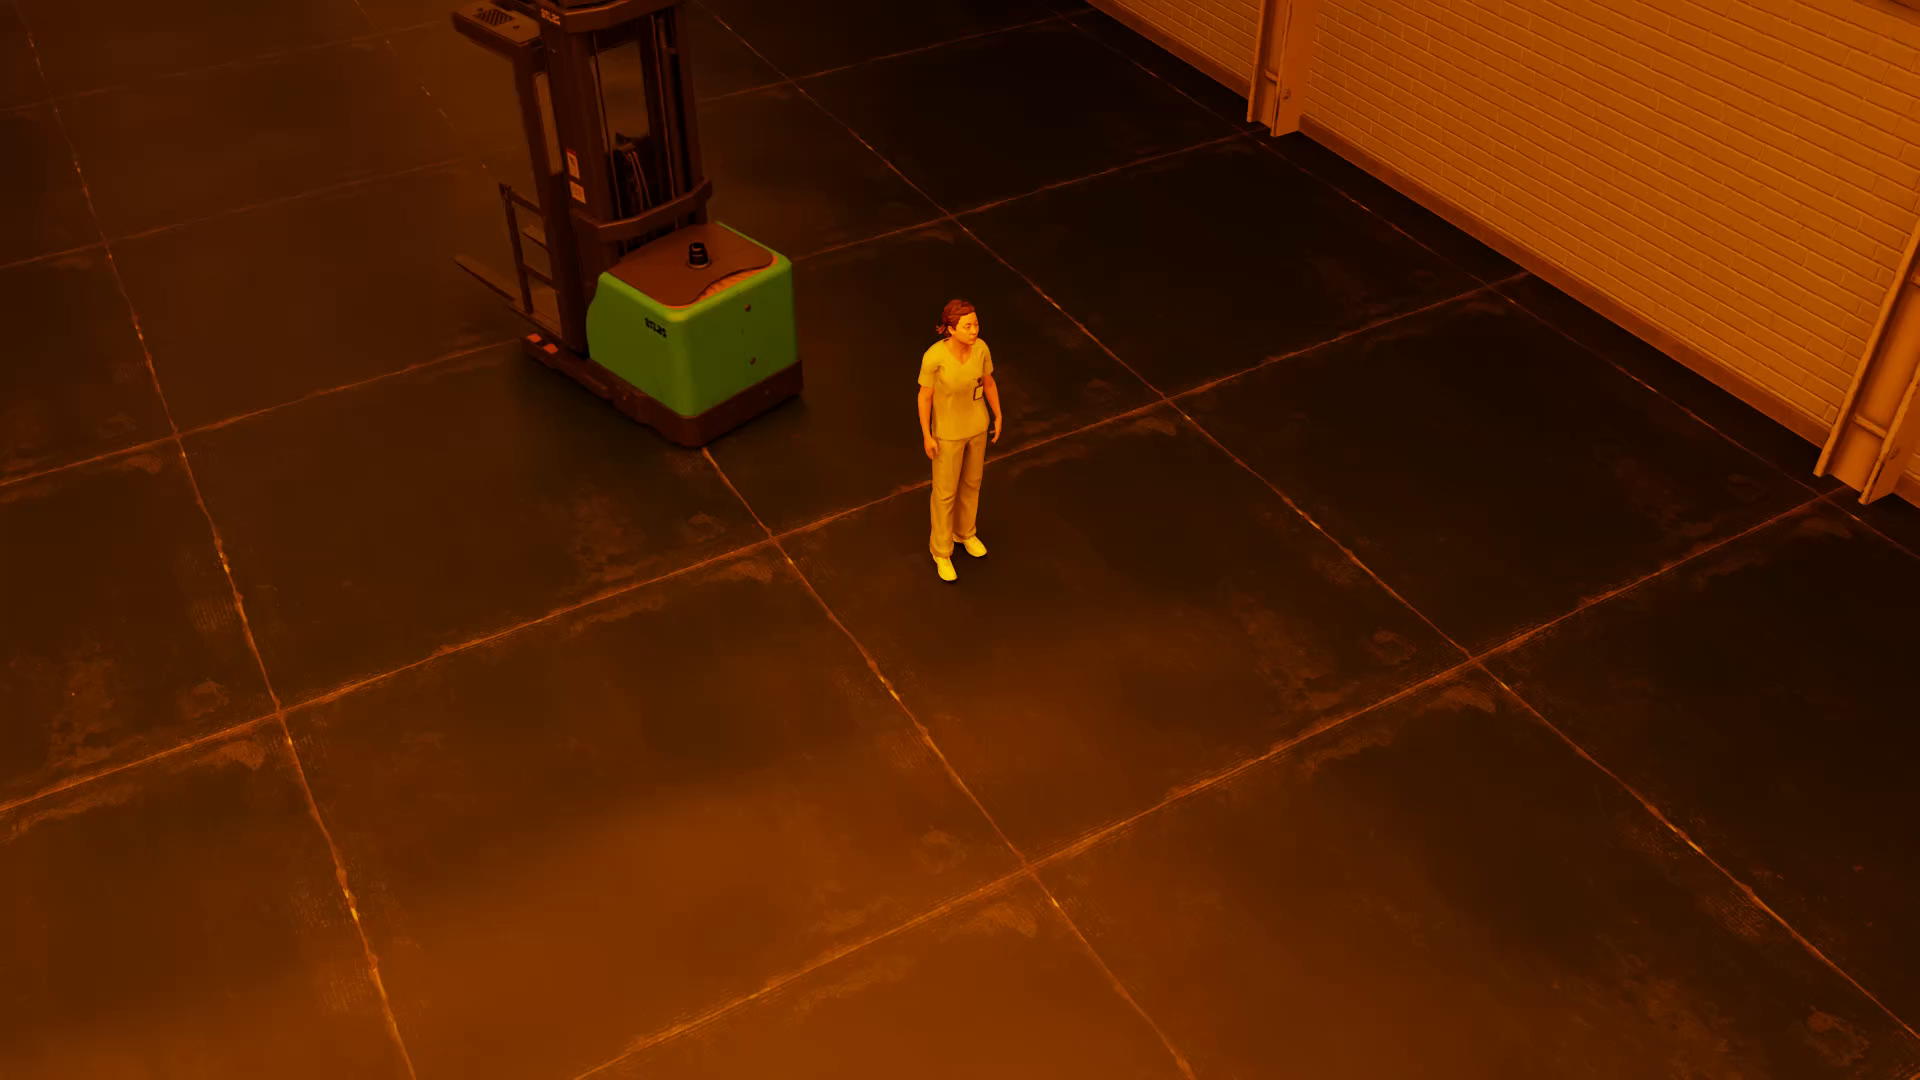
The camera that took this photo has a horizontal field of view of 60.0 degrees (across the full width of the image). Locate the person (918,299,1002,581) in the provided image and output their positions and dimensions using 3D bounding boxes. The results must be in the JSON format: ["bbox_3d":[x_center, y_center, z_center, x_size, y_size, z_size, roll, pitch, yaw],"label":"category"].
[{"bbox_3d":[0.025,-0.606,9.738,0.549,1.675,0.549,-20,44,-23],"label":"person"}]

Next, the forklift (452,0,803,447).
[{"bbox_3d":[-2.495,-2.565,11.129,3.031,2.935,1.130,31,49,32],"label":"forklift"}]
